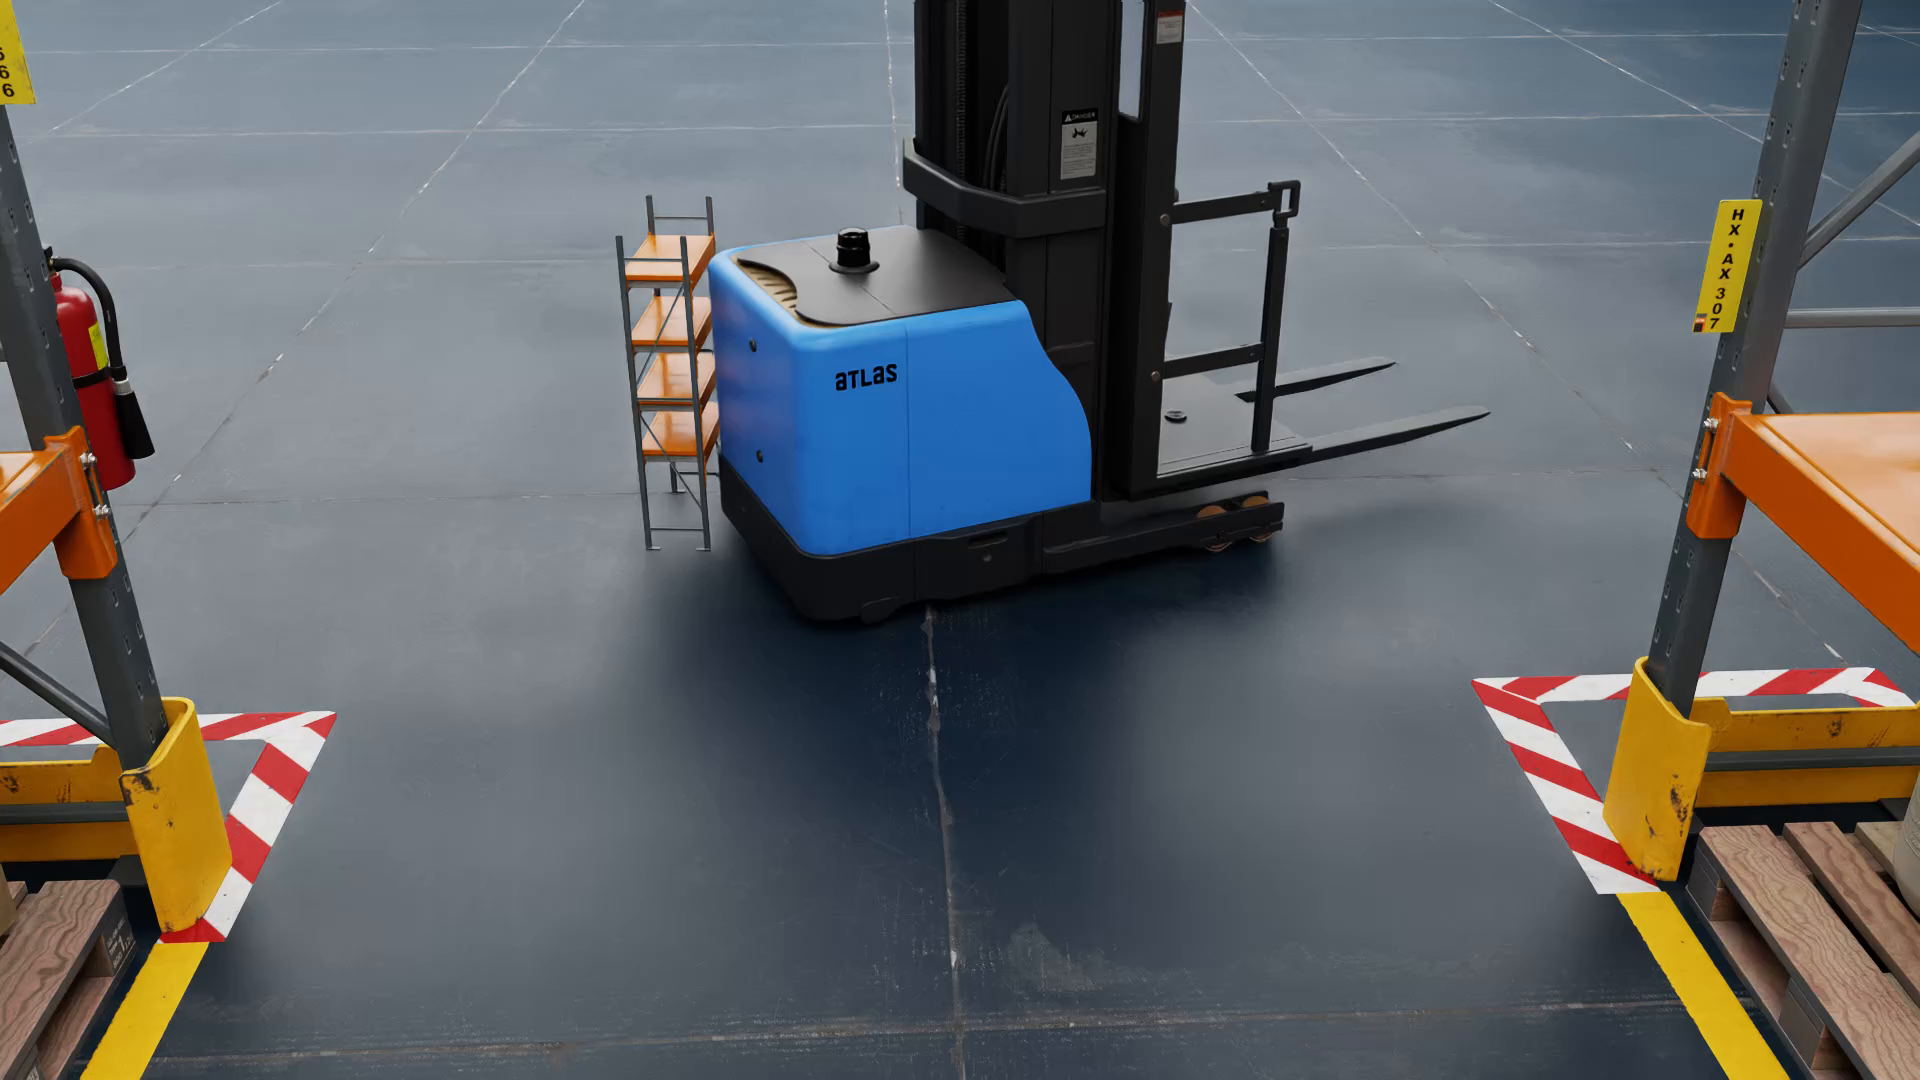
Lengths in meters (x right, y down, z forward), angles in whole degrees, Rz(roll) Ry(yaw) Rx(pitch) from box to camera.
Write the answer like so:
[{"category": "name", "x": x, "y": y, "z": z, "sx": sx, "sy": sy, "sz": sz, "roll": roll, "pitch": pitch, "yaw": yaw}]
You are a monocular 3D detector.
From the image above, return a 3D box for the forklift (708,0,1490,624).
[{"category": "forklift", "x": 0.650, "y": -1.465, "z": 5.889, "sx": 3.031, "sy": 2.935, "sz": 1.130, "roll": -12, "pitch": 30, "yaw": -22}]

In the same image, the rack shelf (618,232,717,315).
[{"category": "rack shelf", "x": -1.036, "y": -0.957, "z": 5.938, "sx": 0.258, "sy": 0.148, "sz": 0.480, "roll": 1, "pitch": 28, "yaw": 2}]

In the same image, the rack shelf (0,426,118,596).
[{"category": "rack shelf", "x": -2.472, "y": 0.826, "z": 2.200, "sx": 1.077, "sy": 0.370, "sz": 4.000, "roll": -1, "pitch": 28, "yaw": -3}]

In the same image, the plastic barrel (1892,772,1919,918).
[{"category": "plastic barrel", "x": 2.481, "y": 0.683, "z": 3.933, "sx": 0.421, "sy": 0.512, "sz": 0.421, "roll": 0, "pitch": 28, "yaw": 0}]

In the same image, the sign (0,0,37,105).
[{"category": "sign", "x": -2.021, "y": -1.074, "z": 3.471, "sx": 0.100, "sy": 0.325, "sz": 0.005, "roll": -1, "pitch": 28, "yaw": -3}]

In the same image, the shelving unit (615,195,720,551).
[{"category": "shelving unit", "x": -1.036, "y": -0.609, "z": 6.119, "sx": 0.258, "sy": 1.200, "sz": 0.503, "roll": 1, "pitch": 28, "yaw": 2}]

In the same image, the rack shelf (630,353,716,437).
[{"category": "rack shelf", "x": -1.036, "y": -0.549, "z": 6.150, "sx": 0.258, "sy": 0.148, "sz": 0.480, "roll": 1, "pitch": 28, "yaw": 2}]

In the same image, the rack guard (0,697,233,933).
[{"category": "rack guard", "x": -2.572, "y": 0.727, "z": 4.315, "sx": 1.175, "sy": 0.500, "sz": 0.348, "roll": -1, "pitch": 28, "yaw": -3}]

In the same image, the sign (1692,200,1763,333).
[{"category": "sign", "x": 1.821, "y": -0.647, "z": 3.948, "sx": 0.100, "sy": 0.325, "sz": 0.005, "roll": -1, "pitch": 28, "yaw": -3}]

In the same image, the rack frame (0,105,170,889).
[{"category": "rack frame", "x": -2.576, "y": -0.416, "z": 3.804, "sx": 1.000, "sy": 3.000, "sz": 0.127, "roll": -1, "pitch": 28, "yaw": -3}]

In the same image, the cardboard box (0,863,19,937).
[{"category": "cardboard box", "x": -2.560, "y": 0.795, "z": 3.732, "sx": 0.500, "sy": 0.500, "sz": 0.500, "roll": 4, "pitch": 28, "yaw": 7}]

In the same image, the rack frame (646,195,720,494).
[{"category": "rack frame", "x": -1.025, "y": -0.721, "z": 6.335, "sx": 0.240, "sy": 1.200, "sz": 0.015, "roll": 1, "pitch": 28, "yaw": 2}]

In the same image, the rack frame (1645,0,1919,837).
[{"category": "rack frame", "x": 2.370, "y": -0.536, "z": 4.034, "sx": 1.000, "sy": 3.000, "sz": 0.127, "roll": -1, "pitch": 28, "yaw": -3}]

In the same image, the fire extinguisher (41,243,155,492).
[{"category": "fire extinguisher", "x": -2.122, "y": -0.446, "z": 3.945, "sx": 0.296, "sy": 0.674, "sz": 0.183, "roll": -1, "pitch": 28, "yaw": -3}]

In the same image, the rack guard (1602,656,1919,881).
[{"category": "rack guard", "x": 2.421, "y": 0.607, "z": 4.547, "sx": 1.175, "sy": 0.500, "sz": 0.348, "roll": -1, "pitch": 28, "yaw": -3}]

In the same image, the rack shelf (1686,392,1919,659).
[{"category": "rack shelf", "x": 2.475, "y": 0.707, "z": 2.429, "sx": 1.077, "sy": 0.370, "sz": 4.000, "roll": -1, "pitch": 28, "yaw": -3}]

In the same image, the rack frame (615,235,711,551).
[{"category": "rack frame", "x": -1.046, "y": -0.496, "z": 5.903, "sx": 0.240, "sy": 1.200, "sz": 0.015, "roll": 1, "pitch": 28, "yaw": 2}]

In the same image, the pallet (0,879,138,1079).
[{"category": "pallet", "x": -2.565, "y": 1.231, "z": 3.661, "sx": 1.003, "sy": 0.211, "sz": 1.213, "roll": -1, "pitch": 28, "yaw": -3}]

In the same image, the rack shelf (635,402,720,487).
[{"category": "rack shelf", "x": -1.036, "y": -0.373, "z": 6.242, "sx": 0.258, "sy": 0.148, "sz": 0.480, "roll": 1, "pitch": 28, "yaw": 2}]

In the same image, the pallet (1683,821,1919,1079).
[{"category": "pallet", "x": 2.458, "y": 1.110, "z": 3.894, "sx": 1.003, "sy": 0.211, "sz": 1.213, "roll": -1, "pitch": 28, "yaw": -3}]

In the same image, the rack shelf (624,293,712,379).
[{"category": "rack shelf", "x": -1.036, "y": -0.747, "z": 6.047, "sx": 0.258, "sy": 0.148, "sz": 0.480, "roll": 1, "pitch": 28, "yaw": 2}]
